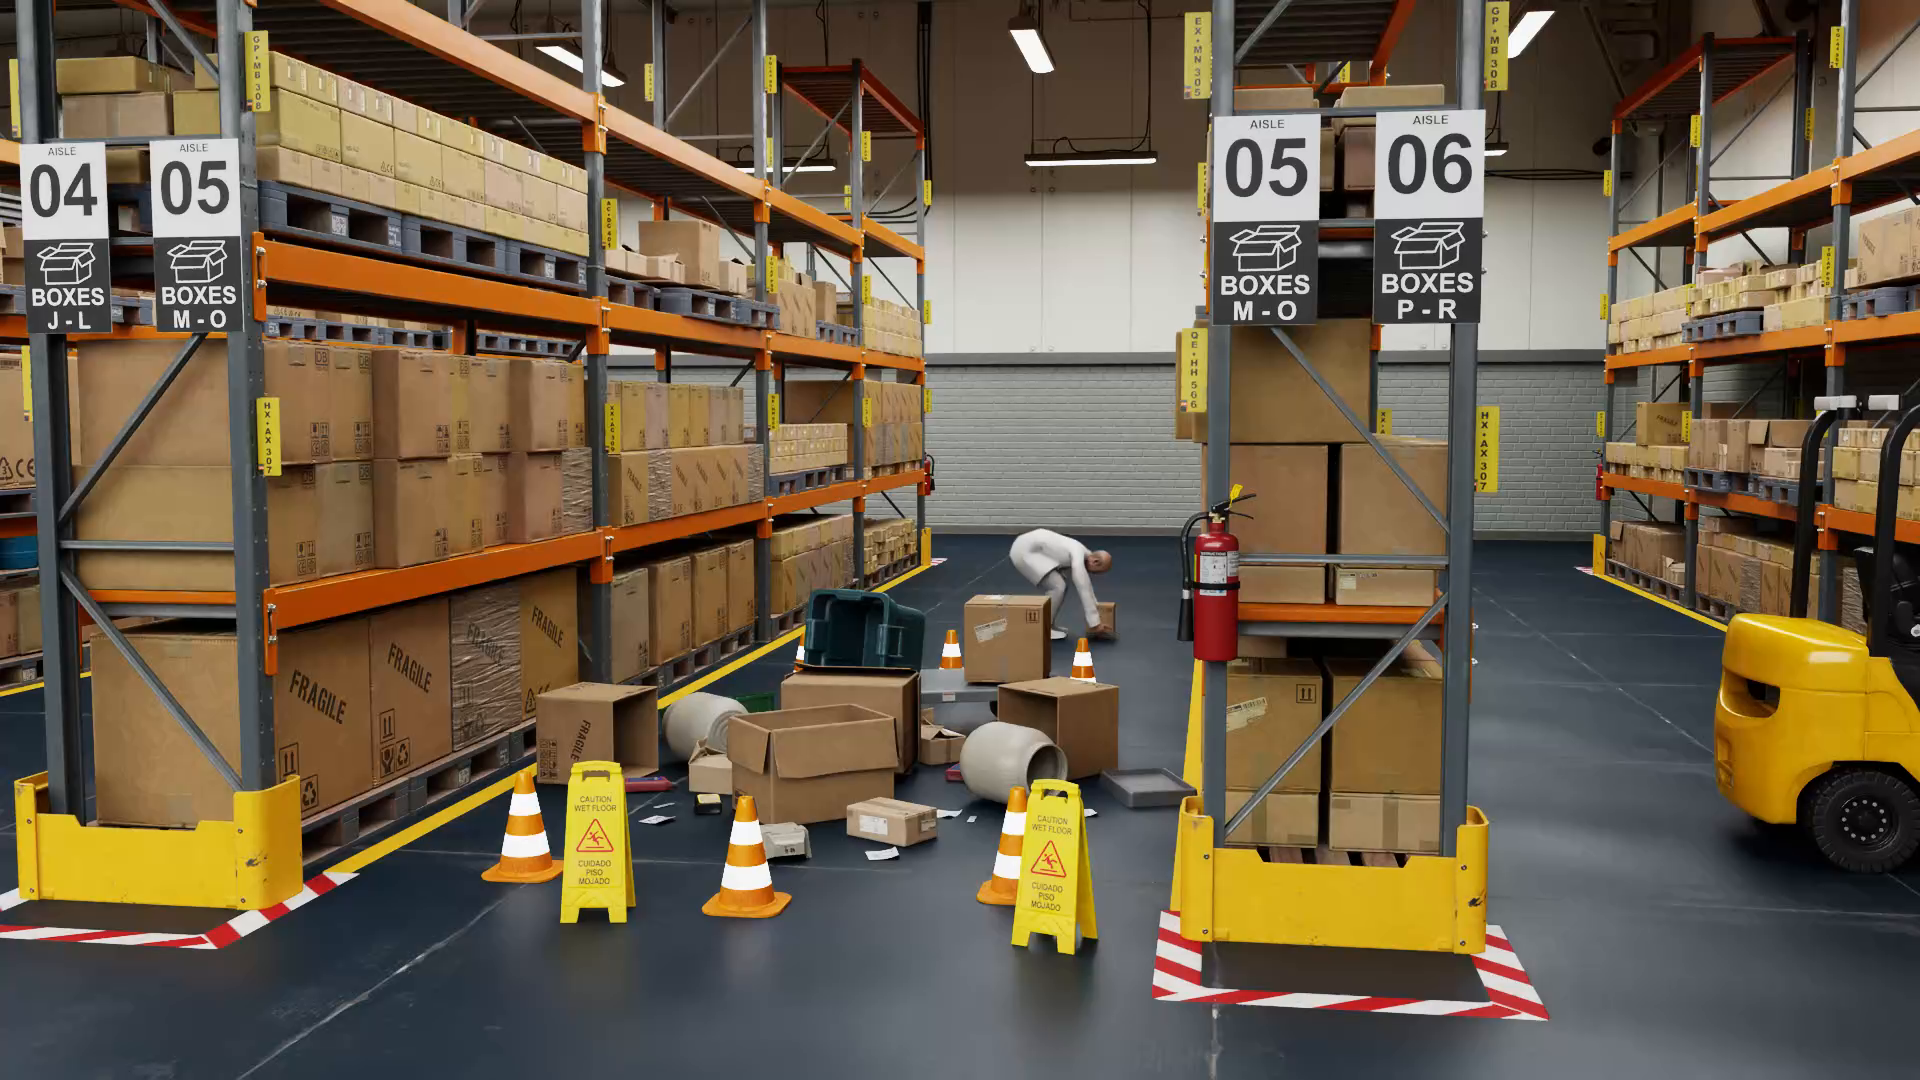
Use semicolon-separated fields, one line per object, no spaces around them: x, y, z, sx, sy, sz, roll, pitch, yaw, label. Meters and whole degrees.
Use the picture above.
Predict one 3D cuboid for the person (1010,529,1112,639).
0.940;0.402;15.352;0.960;1.007;0.578;0;4;6;person
